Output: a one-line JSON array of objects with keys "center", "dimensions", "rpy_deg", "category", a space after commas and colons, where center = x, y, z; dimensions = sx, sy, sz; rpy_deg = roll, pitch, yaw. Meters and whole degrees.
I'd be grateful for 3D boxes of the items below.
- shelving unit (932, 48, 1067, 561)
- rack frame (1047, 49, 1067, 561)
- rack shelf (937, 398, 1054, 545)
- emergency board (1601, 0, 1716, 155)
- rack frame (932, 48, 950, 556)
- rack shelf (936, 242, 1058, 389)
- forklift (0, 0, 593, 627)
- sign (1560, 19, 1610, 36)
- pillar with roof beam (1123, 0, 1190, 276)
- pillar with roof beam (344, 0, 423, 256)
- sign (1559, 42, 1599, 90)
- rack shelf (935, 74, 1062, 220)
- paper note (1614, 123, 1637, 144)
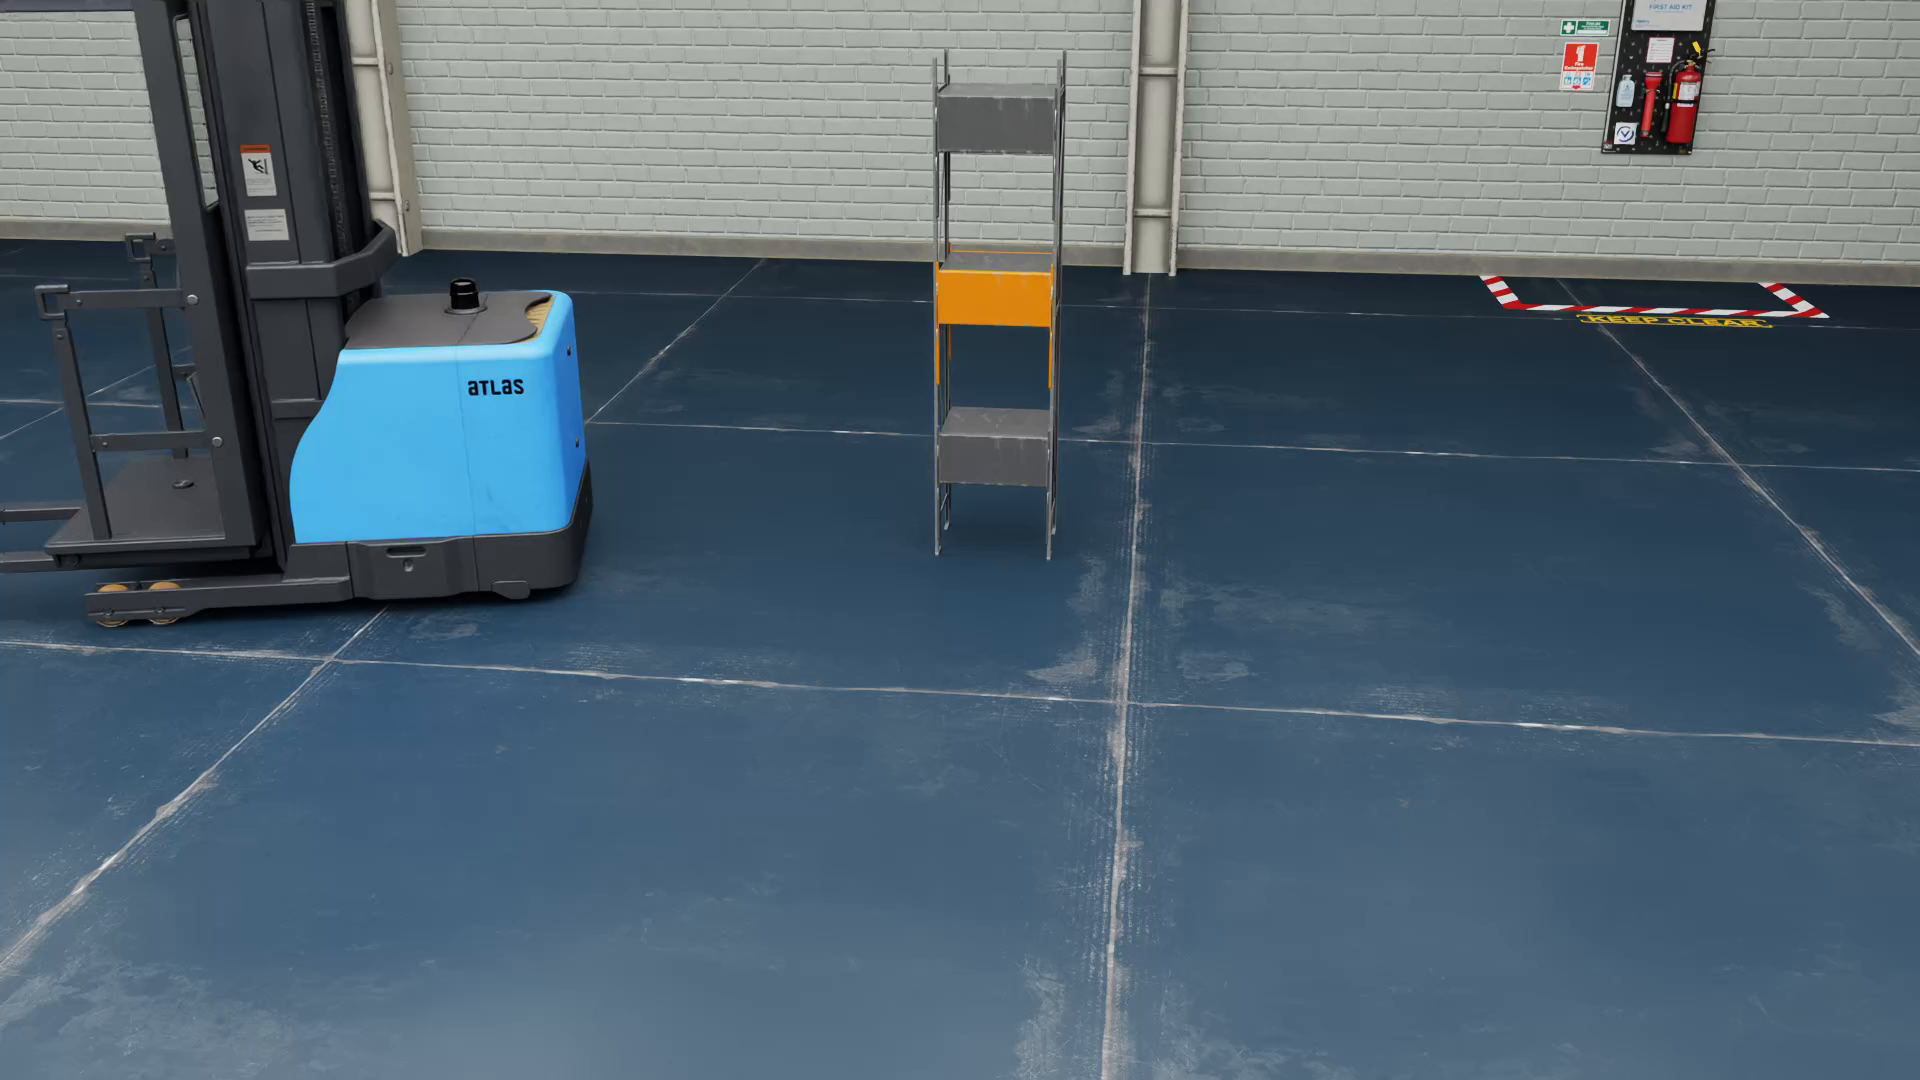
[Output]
[{"center": [0.164, -0.969, 7.036], "dimensions": [0.503, 2.100, 0.431], "rpy_deg": [2, 22, 6], "category": "shelving unit"}, {"center": [0.407, -0.959, 7.009], "dimensions": [0.015, 2.100, 0.400], "rpy_deg": [2, 22, 6], "category": "rack frame"}, {"center": [0.164, -0.306, 7.298], "dimensions": [0.480, 0.518, 0.431], "rpy_deg": [2, 22, 6], "category": "rack shelf"}, {"center": [4.947, -3.296, 11.697], "dimensions": [0.643, 1.169, 0.194], "rpy_deg": [2, 22, 6], "category": "emergency board"}, {"center": [-0.078, -0.980, 7.062], "dimensions": [0.015, 2.100, 0.400], "rpy_deg": [2, 22, 6], "category": "rack frame"}, {"center": [0.164, -0.957, 7.041], "dimensions": [0.480, 0.518, 0.431], "rpy_deg": [2, 22, 6], "category": "rack shelf"}, {"center": [-3.133, -1.225, 6.552], "dimensions": [3.031, 2.935, 1.130], "rpy_deg": [-3, 22, -7], "category": "forklift"}, {"center": [4.413, -3.617, 11.740], "dimensions": [0.331, 0.109, 0.001], "rpy_deg": [2, 22, 6], "category": "sign"}, {"center": [0.931, -4.653, 6.969], "dimensions": [0.400, 9.000, 9.100], "rpy_deg": [2, 22, 6], "category": "pillar with roof beam"}, {"center": [-5.027, -4.912, 7.626], "dimensions": [0.400, 9.000, 9.100], "rpy_deg": [2, 22, 6], "category": "pillar with roof beam"}, {"center": [4.410, -3.374, 11.846], "dimensions": [0.234, 0.329, 0.001], "rpy_deg": [2, 22, 6], "category": "sign"}, {"center": [0.164, -1.608, 6.783], "dimensions": [0.480, 0.518, 0.431], "rpy_deg": [2, 22, 6], "category": "rack shelf"}, {"center": [4.779, -2.919, 11.942], "dimensions": [0.142, 0.148, 0.016], "rpy_deg": [2, 22, 6], "category": "paper note"}]
